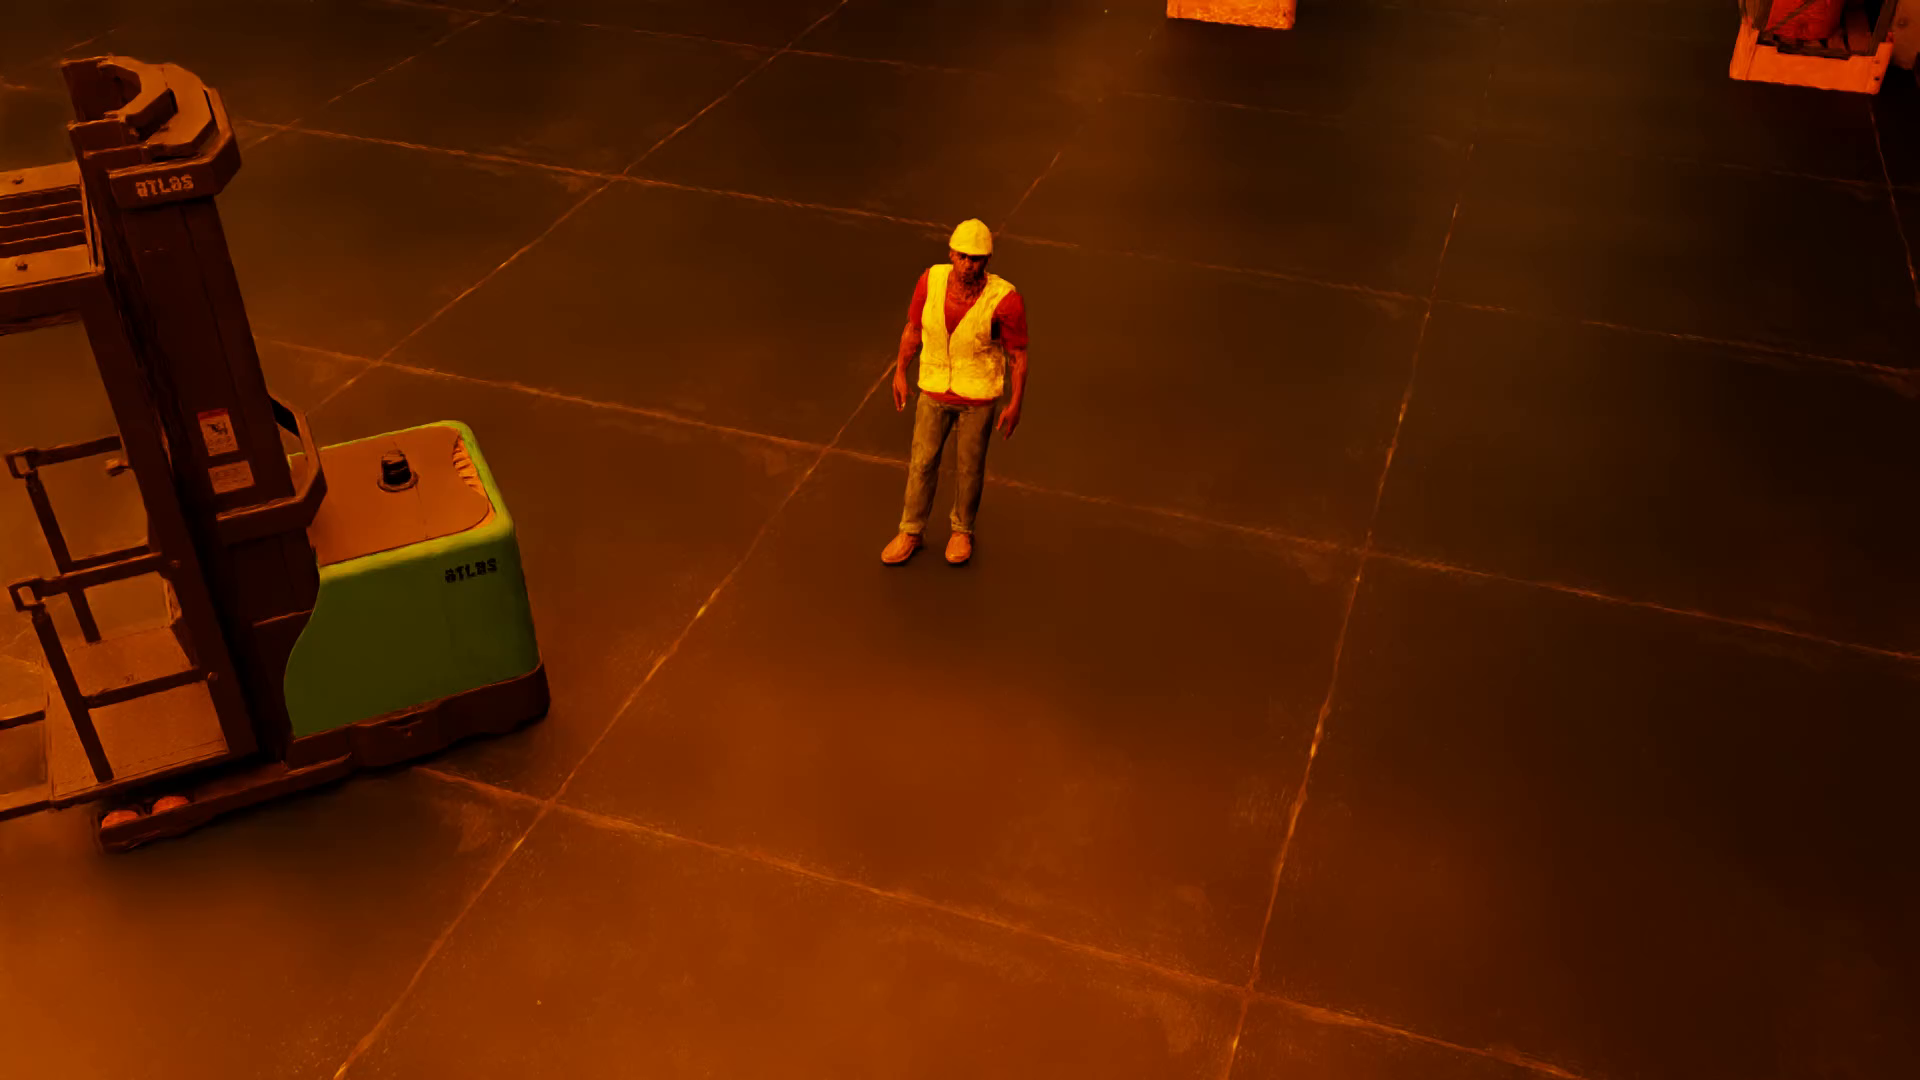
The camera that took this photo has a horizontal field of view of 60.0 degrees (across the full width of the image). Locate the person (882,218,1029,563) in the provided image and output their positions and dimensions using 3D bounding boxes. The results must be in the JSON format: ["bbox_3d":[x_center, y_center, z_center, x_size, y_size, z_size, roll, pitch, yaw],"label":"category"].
[{"bbox_3d":[-0.028,-0.689,8.078,0.665,1.766,0.576,12,37,16],"label":"person"}]

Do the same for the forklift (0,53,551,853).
[{"bbox_3d":[-3.402,-0.269,6.490,3.031,2.935,1.130,-15,38,-21],"label":"forklift"}]
